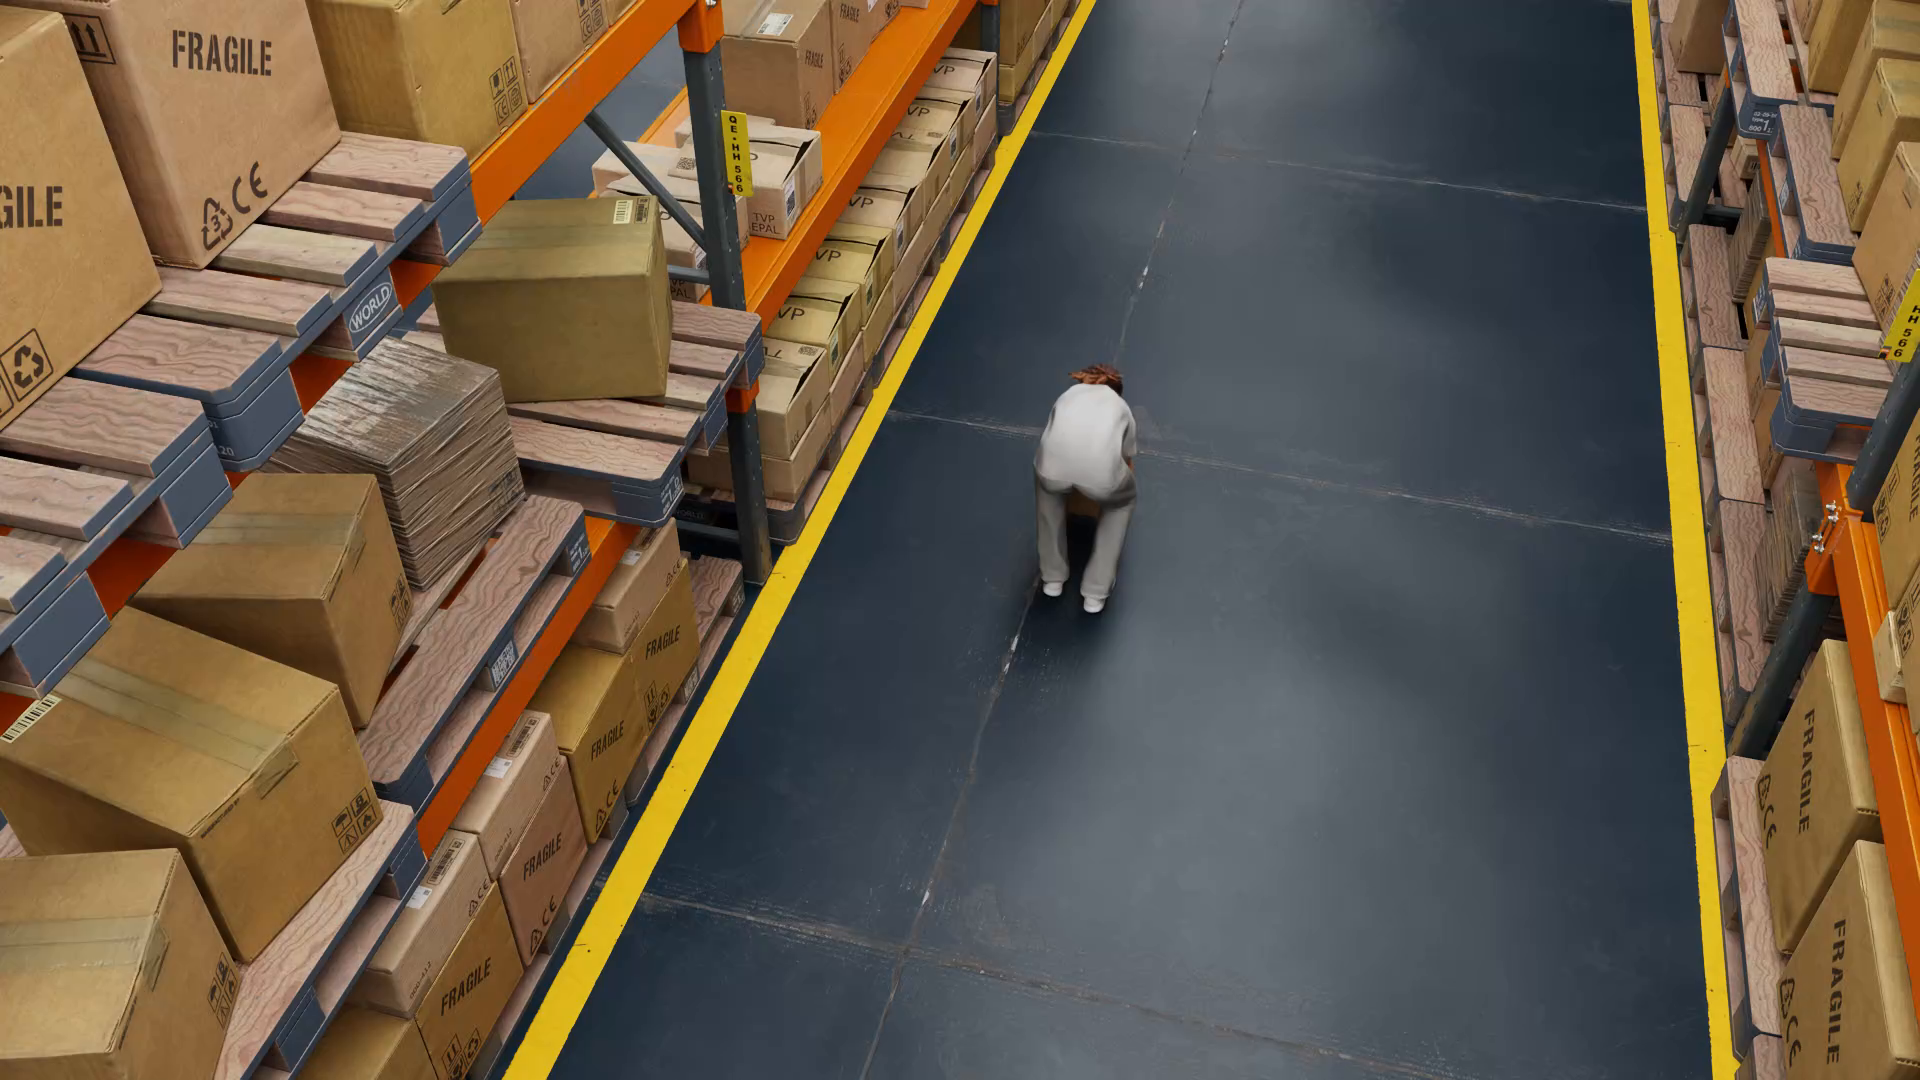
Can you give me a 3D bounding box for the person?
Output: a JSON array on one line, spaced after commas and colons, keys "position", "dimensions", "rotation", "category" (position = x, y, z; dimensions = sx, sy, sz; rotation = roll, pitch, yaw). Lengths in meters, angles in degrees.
[{"position": [0.537, -0.268, 7.007], "dimensions": [0.445, 0.961, 0.858], "rotation": [8, 42, 9], "category": "person"}]
